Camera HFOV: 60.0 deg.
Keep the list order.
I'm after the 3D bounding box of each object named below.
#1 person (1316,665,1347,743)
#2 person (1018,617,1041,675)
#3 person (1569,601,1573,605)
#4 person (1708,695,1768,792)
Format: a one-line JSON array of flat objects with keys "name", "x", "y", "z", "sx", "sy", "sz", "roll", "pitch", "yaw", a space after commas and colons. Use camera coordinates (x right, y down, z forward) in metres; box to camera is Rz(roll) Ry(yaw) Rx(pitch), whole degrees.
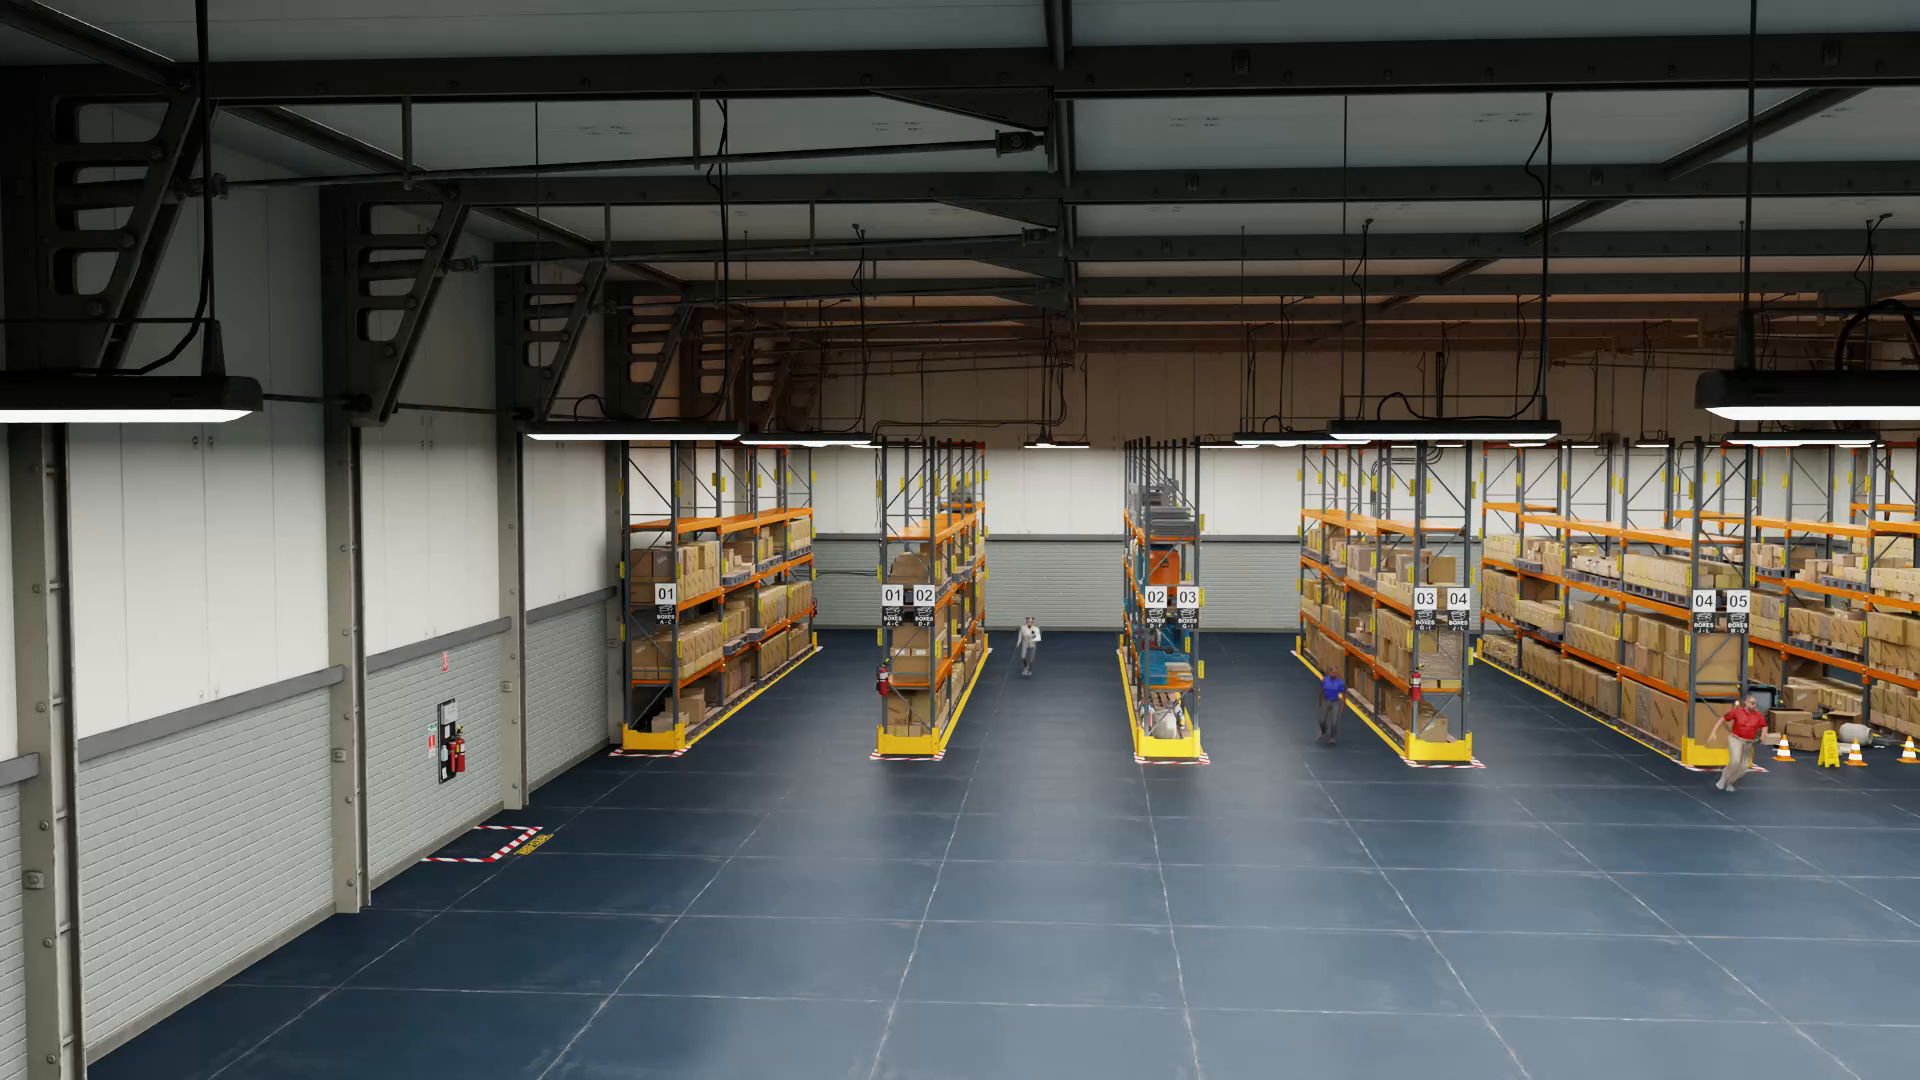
[{"name": "person", "x": 7.239, "y": 3.194, "z": 32.410, "sx": 0.588, "sy": 1.559, "sz": 0.637, "roll": 1, "pitch": 3, "yaw": 17}, {"name": "person", "x": 1.753, "y": 2.686, "z": 42.071, "sx": 0.617, "sy": 1.546, "sz": 0.909, "roll": 0, "pitch": 3, "yaw": 6}, {"name": "person", "x": 16.504, "y": 2.496, "z": 45.014, "sx": 0.559, "sy": 1.701, "sz": 0.796, "roll": 0, "pitch": 3, "yaw": -4}, {"name": "person", "x": 13.150, "y": 3.437, "z": 27.926, "sx": 0.853, "sy": 1.653, "sz": 0.678, "roll": 0, "pitch": 3, "yaw": -6}]
